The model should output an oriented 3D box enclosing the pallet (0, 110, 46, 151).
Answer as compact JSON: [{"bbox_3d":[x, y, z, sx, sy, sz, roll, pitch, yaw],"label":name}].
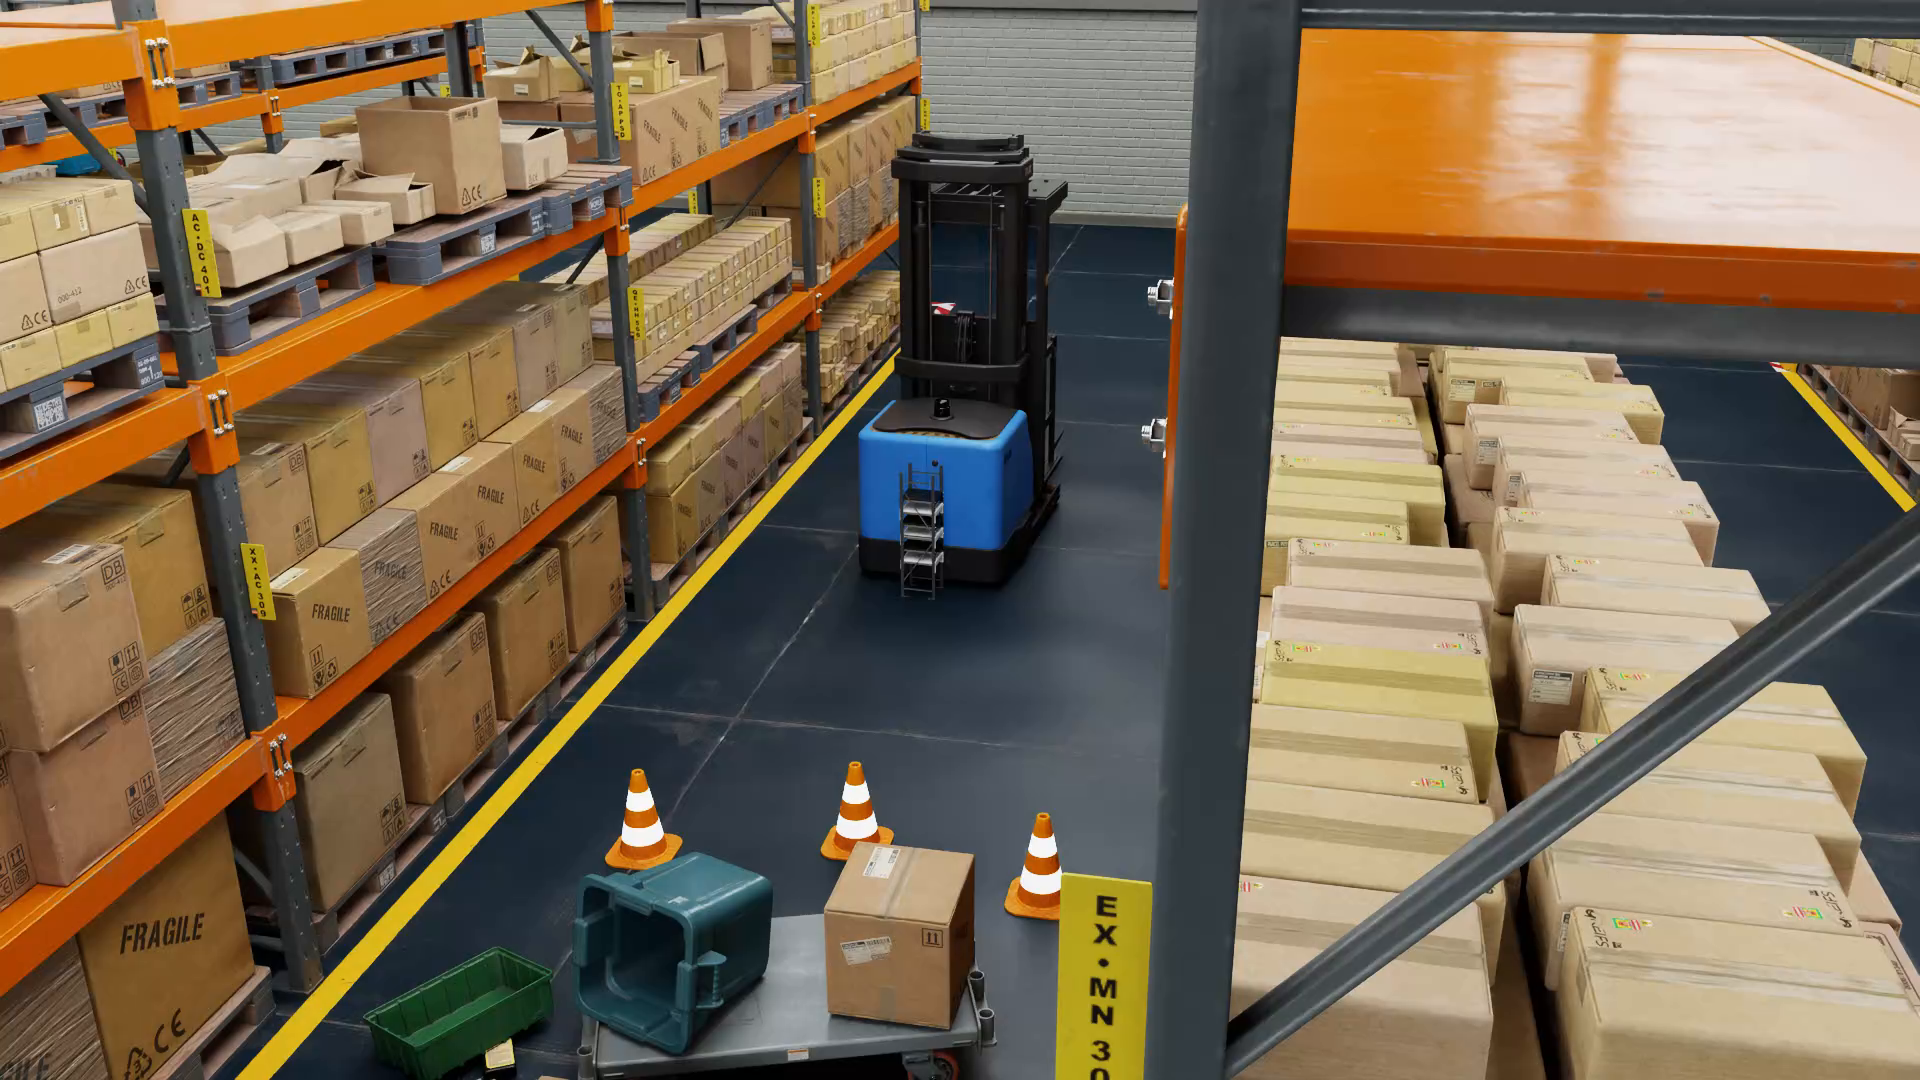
[{"bbox_3d":[-7.292,-2.856,11.668,1.213,0.211,1.003,6,23,13],"label":"pallet"}]

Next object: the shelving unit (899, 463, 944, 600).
[{"bbox_3d":[-0.259,-0.057,11.290,0.258,0.900,0.210,6,23,14],"label":"shelving unit"}]

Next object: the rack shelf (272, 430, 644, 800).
[{"bbox_3d":[-2.944,0.167,8.886,1.077,0.370,4.000,4,22,11],"label":"rack shelf"}]

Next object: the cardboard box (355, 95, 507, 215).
[{"bbox_3d":[-2.617,-1.920,8.260,0.500,0.500,0.500,4,22,11],"label":"cardboard box"}]

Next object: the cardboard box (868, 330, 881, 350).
[{"bbox_3d":[-1.002,-2.008,16.579,0.380,0.149,0.250,5,22,12],"label":"cardboard box"}]

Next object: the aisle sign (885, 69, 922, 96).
[{"bbox_3d":[-0.595,-5.034,17.357,0.394,0.787,0.004,4,22,11],"label":"aisle sign"}]

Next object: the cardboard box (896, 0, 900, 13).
[{"bbox_3d":[-0.809,-5.334,16.566,0.380,0.149,0.250,5,22,12],"label":"cardboard box"}]

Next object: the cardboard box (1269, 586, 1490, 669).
[{"bbox_3d":[0.761,0.213,3.062,0.380,0.149,0.250,4,22,11],"label":"cardboard box"}]

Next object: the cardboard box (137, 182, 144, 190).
[{"bbox_3d":[-6.940,-2.575,13.255,0.797,0.503,0.637,5,23,13],"label":"cardboard box"}]

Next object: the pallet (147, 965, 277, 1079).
[{"bbox_3d":[-3.584,2.130,6.781,1.003,0.211,1.213,4,22,11],"label":"pallet"}]

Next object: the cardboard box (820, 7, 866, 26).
[{"bbox_3d":[-1.068,-4.761,15.143,0.380,0.149,0.250,4,22,9],"label":"cardboard box"}]

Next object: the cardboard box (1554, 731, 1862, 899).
[{"bbox_3d":[1.117,0.429,2.527,0.380,0.149,0.250,4,22,11],"label":"cardboard box"}]

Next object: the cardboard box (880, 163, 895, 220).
[{"bbox_3d":[-0.948,-3.450,16.373,0.500,0.500,0.500,5,22,11],"label":"cardboard box"}]

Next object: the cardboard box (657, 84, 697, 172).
[{"bbox_3d":[-2.064,-2.708,10.913,0.500,0.500,0.500,4,22,11],"label":"cardboard box"}]

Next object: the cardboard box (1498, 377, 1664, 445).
[{"bbox_3d":[1.620,-0.313,4.369,0.380,0.149,0.250,5,22,12],"label":"cardboard box"}]

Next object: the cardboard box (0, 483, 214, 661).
[{"bbox_3d":[-3.461,0.127,6.378,0.875,0.550,0.550,4,22,11],"label":"cardboard box"}]

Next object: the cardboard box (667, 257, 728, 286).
[{"bbox_3d":[-1.931,-1.978,12.228,0.380,0.149,0.250,4,22,10],"label":"cardboard box"}]

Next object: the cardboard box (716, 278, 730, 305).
[{"bbox_3d":[-1.928,-1.846,12.298,0.380,0.149,0.250,5,23,13],"label":"cardboard box"}]

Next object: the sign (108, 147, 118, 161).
[{"bbox_3d":[-10.046,-4.656,19.681,0.100,0.325,0.005,4,22,11],"label":"sign"}]

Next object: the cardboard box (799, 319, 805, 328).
[{"bbox_3d":[-1.708,-2.142,16.114,0.380,0.149,0.250,4,22,9],"label":"cardboard box"}]

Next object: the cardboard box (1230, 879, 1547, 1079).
[{"bbox_3d":[0.539,0.701,2.386,0.500,0.250,0.500,4,22,10],"label":"cardboard box"}]

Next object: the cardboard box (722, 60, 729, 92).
[{"bbox_3d":[-2.105,-3.600,12.819,0.500,0.311,0.500,4,22,10],"label":"cardboard box"}]

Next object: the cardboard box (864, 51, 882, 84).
[{"bbox_3d":[-1.038,-4.396,15.438,0.500,0.250,0.500,5,23,13],"label":"cardboard box"}]

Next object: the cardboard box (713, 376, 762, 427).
[{"bbox_3d":[-1.836,-1.071,12.778,0.500,0.250,0.500,3,22,9],"label":"cardboard box"}]

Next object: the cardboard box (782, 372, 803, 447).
[{"bbox_3d":[-1.624,-1.106,13.869,0.500,0.500,0.500,4,22,10],"label":"cardboard box"}]

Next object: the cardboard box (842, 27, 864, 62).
[{"bbox_3d":[-1.164,-4.437,14.872,0.500,0.250,0.500,5,22,12],"label":"cardboard box"}]

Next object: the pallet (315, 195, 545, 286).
[{"bbox_3d":[-2.841,-1.553,8.432,1.003,0.211,1.213,6,23,13],"label":"pallet"}]

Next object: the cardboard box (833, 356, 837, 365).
[{"bbox_3d":[-1.354,-1.671,15.342,0.380,0.149,0.250,4,22,11],"label":"cardboard box"}]

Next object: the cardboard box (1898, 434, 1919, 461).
[{"bbox_3d":[7.833,-0.742,13.435,0.380,0.149,0.250,4,22,9],"label":"cardboard box"}]

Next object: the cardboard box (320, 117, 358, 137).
[{"bbox_3d":[-6.303,-4.127,17.385,0.500,0.500,0.500,4,22,9],"label":"cardboard box"}]

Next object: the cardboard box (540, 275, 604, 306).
[{"bbox_3d":[-2.727,-1.752,11.666,0.380,0.149,0.250,5,22,13],"label":"cardboard box"}]

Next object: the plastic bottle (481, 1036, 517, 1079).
[{"bbox_3d":[-1.931,2.144,6.948,0.133,0.061,0.283,-7,23,-17],"label":"plastic bottle"}]

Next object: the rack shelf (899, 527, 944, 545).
[{"bbox_3d":[-0.259,-0.026,11.302,0.258,0.077,0.200,6,23,14],"label":"rack shelf"}]

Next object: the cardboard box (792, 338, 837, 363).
[{"bbox_3d":[-1.333,-1.716,15.056,0.380,0.149,0.250,6,23,14],"label":"cardboard box"}]

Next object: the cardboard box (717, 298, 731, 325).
[{"bbox_3d":[-1.924,-1.705,12.345,0.380,0.149,0.250,4,22,9],"label":"cardboard box"}]

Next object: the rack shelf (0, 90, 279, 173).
[{"bbox_3d":[-6.963,-3.102,12.989,1.077,0.370,4.000,4,22,11],"label":"rack shelf"}]

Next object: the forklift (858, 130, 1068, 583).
[{"bbox_3d":[0.162,-1.587,12.370,1.130,2.935,3.031,6,23,14],"label":"forklift"}]

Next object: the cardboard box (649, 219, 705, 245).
[{"bbox_3d":[-2.301,-2.504,13.533,0.380,0.149,0.250,5,22,12],"label":"cardboard box"}]

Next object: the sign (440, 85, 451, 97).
[{"bbox_3d":[-3.067,-2.571,10.016,0.100,0.325,0.005,4,22,11],"label":"sign"}]

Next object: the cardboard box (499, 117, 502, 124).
[{"bbox_3d":[-2.899,-2.241,9.312,0.500,0.311,0.500,4,22,11],"label":"cardboard box"}]

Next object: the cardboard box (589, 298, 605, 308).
[{"bbox_3d":[-2.726,-1.615,11.725,0.380,0.149,0.250,5,22,11],"label":"cardboard box"}]

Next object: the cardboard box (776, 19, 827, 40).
[{"bbox_3d":[-1.335,-4.285,13.960,0.380,0.149,0.250,4,22,9],"label":"cardboard box"}]

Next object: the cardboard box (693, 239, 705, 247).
[{"bbox_3d":[-2.302,-2.373,13.607,0.380,0.149,0.250,4,22,10],"label":"cardboard box"}]

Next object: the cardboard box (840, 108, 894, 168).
[{"bbox_3d":[-0.954,-3.909,16.175,0.500,0.500,0.500,6,23,14],"label":"cardboard box"}]

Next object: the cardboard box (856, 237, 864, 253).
[{"bbox_3d":[-1.121,-2.808,15.648,0.380,0.149,0.250,5,23,13],"label":"cardboard box"}]

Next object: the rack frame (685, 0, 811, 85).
[{"bbox_3d":[-1.720,-5.144,13.080,1.000,3.000,0.127,4,22,11],"label":"rack frame"}]

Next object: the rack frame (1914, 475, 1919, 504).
[{"bbox_3d":[8.007,-1.644,12.419,1.000,3.000,0.127,4,22,11],"label":"rack frame"}]

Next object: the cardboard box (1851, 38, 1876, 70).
[{"bbox_3d":[8.465,-4.425,15.112,0.500,0.250,0.500,4,22,10],"label":"cardboard box"}]

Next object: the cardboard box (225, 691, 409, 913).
[{"bbox_3d":[-3.314,1.180,7.858,1.050,0.750,0.750,4,22,11],"label":"cardboard box"}]

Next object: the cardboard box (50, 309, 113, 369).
[{"bbox_3d":[-3.165,-0.701,5.705,0.380,0.149,0.250,5,22,12],"label":"cardboard box"}]

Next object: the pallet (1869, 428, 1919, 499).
[{"bbox_3d":[8.148,-0.601,13.564,1.003,0.211,1.213,4,22,11],"label":"pallet"}]

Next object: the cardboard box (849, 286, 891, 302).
[{"bbox_3d":[-0.915,-2.477,16.947,0.380,0.149,0.250,4,22,9],"label":"cardboard box"}]

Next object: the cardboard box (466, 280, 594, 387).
[{"bbox_3d":[-2.638,-1.245,9.957,0.700,0.500,0.500,4,22,11],"label":"cardboard box"}]

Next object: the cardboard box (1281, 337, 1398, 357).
[{"bbox_3d":[1.106,-0.552,4.962,0.380,0.149,0.250,5,23,13],"label":"cardboard box"}]

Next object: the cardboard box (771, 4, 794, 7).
[{"bbox_3d":[-1.539,-4.896,15.477,0.380,0.149,0.250,5,23,13],"label":"cardboard box"}]
